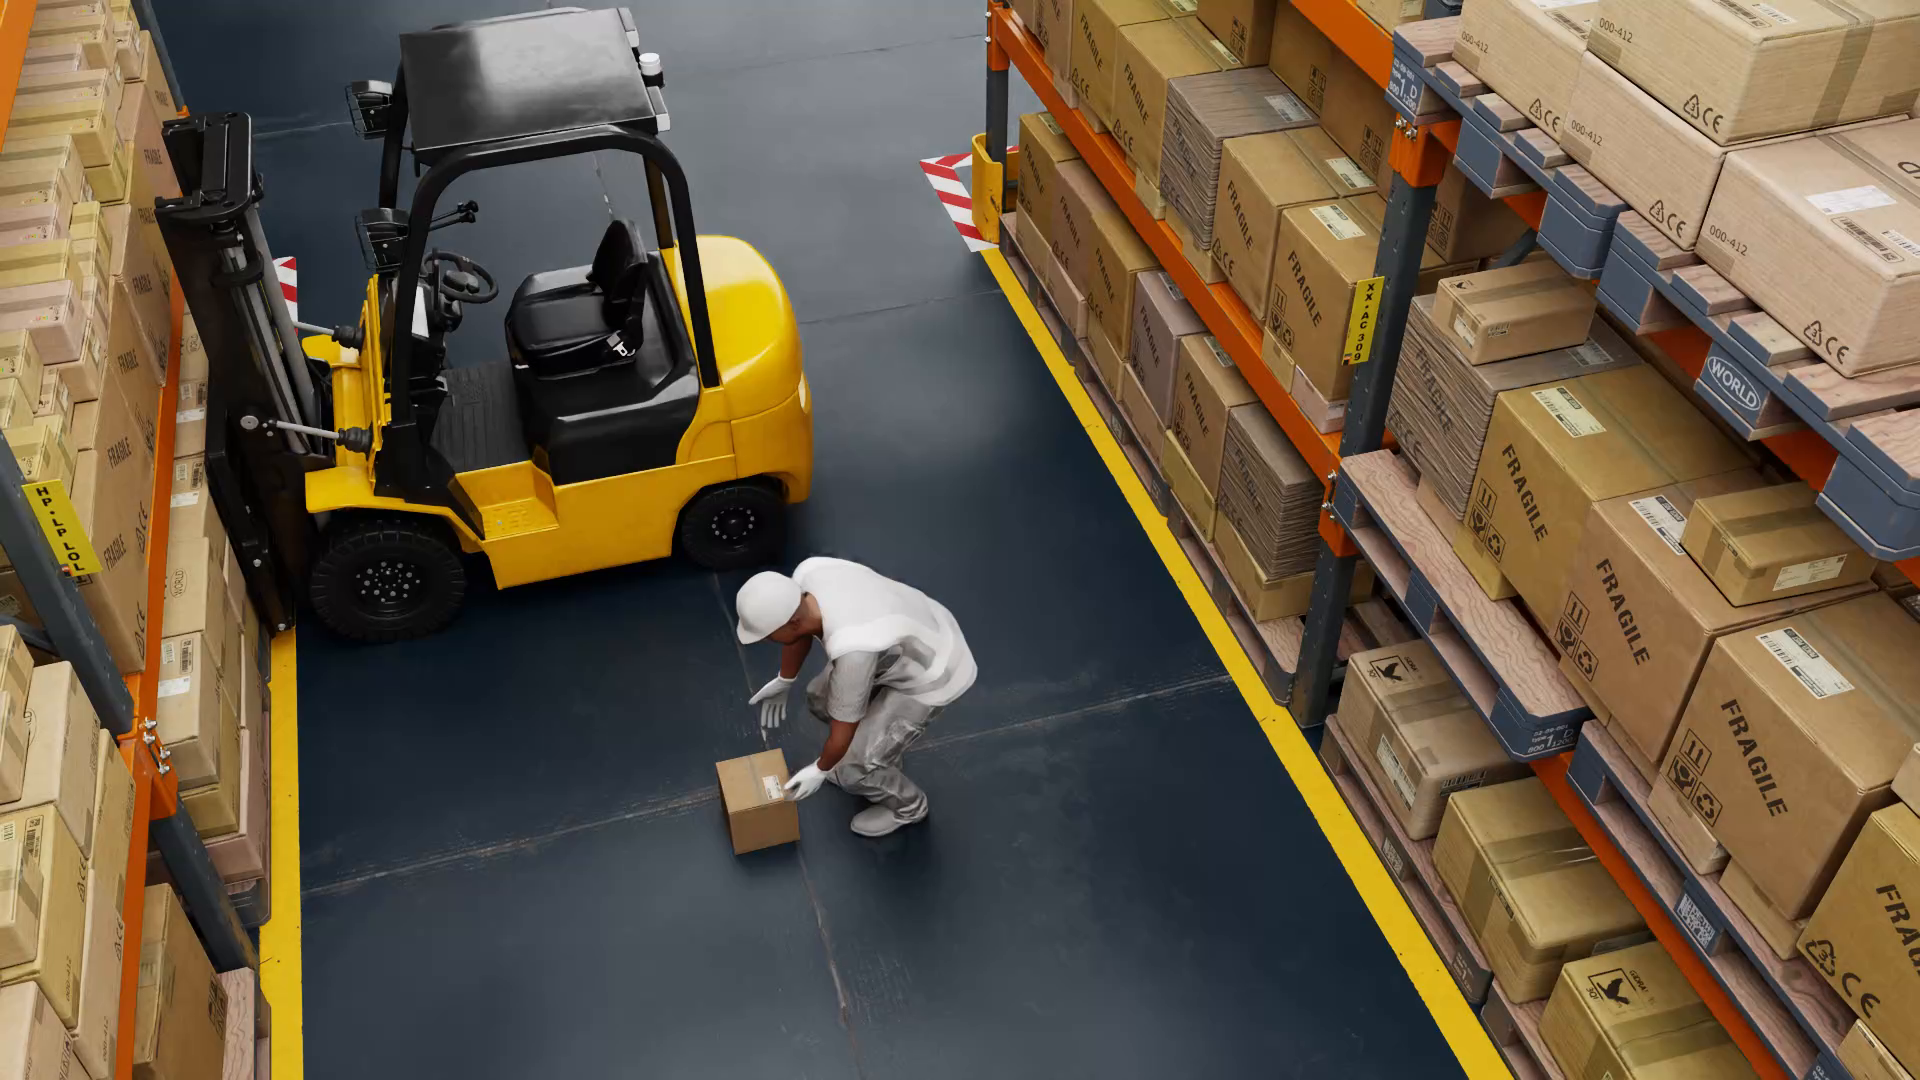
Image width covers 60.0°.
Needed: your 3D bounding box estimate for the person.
[{"bbox_3d":[-0.349,0.542,5.913,0.827,1.288,0.609,-12,43,-13],"label":"person"}]
